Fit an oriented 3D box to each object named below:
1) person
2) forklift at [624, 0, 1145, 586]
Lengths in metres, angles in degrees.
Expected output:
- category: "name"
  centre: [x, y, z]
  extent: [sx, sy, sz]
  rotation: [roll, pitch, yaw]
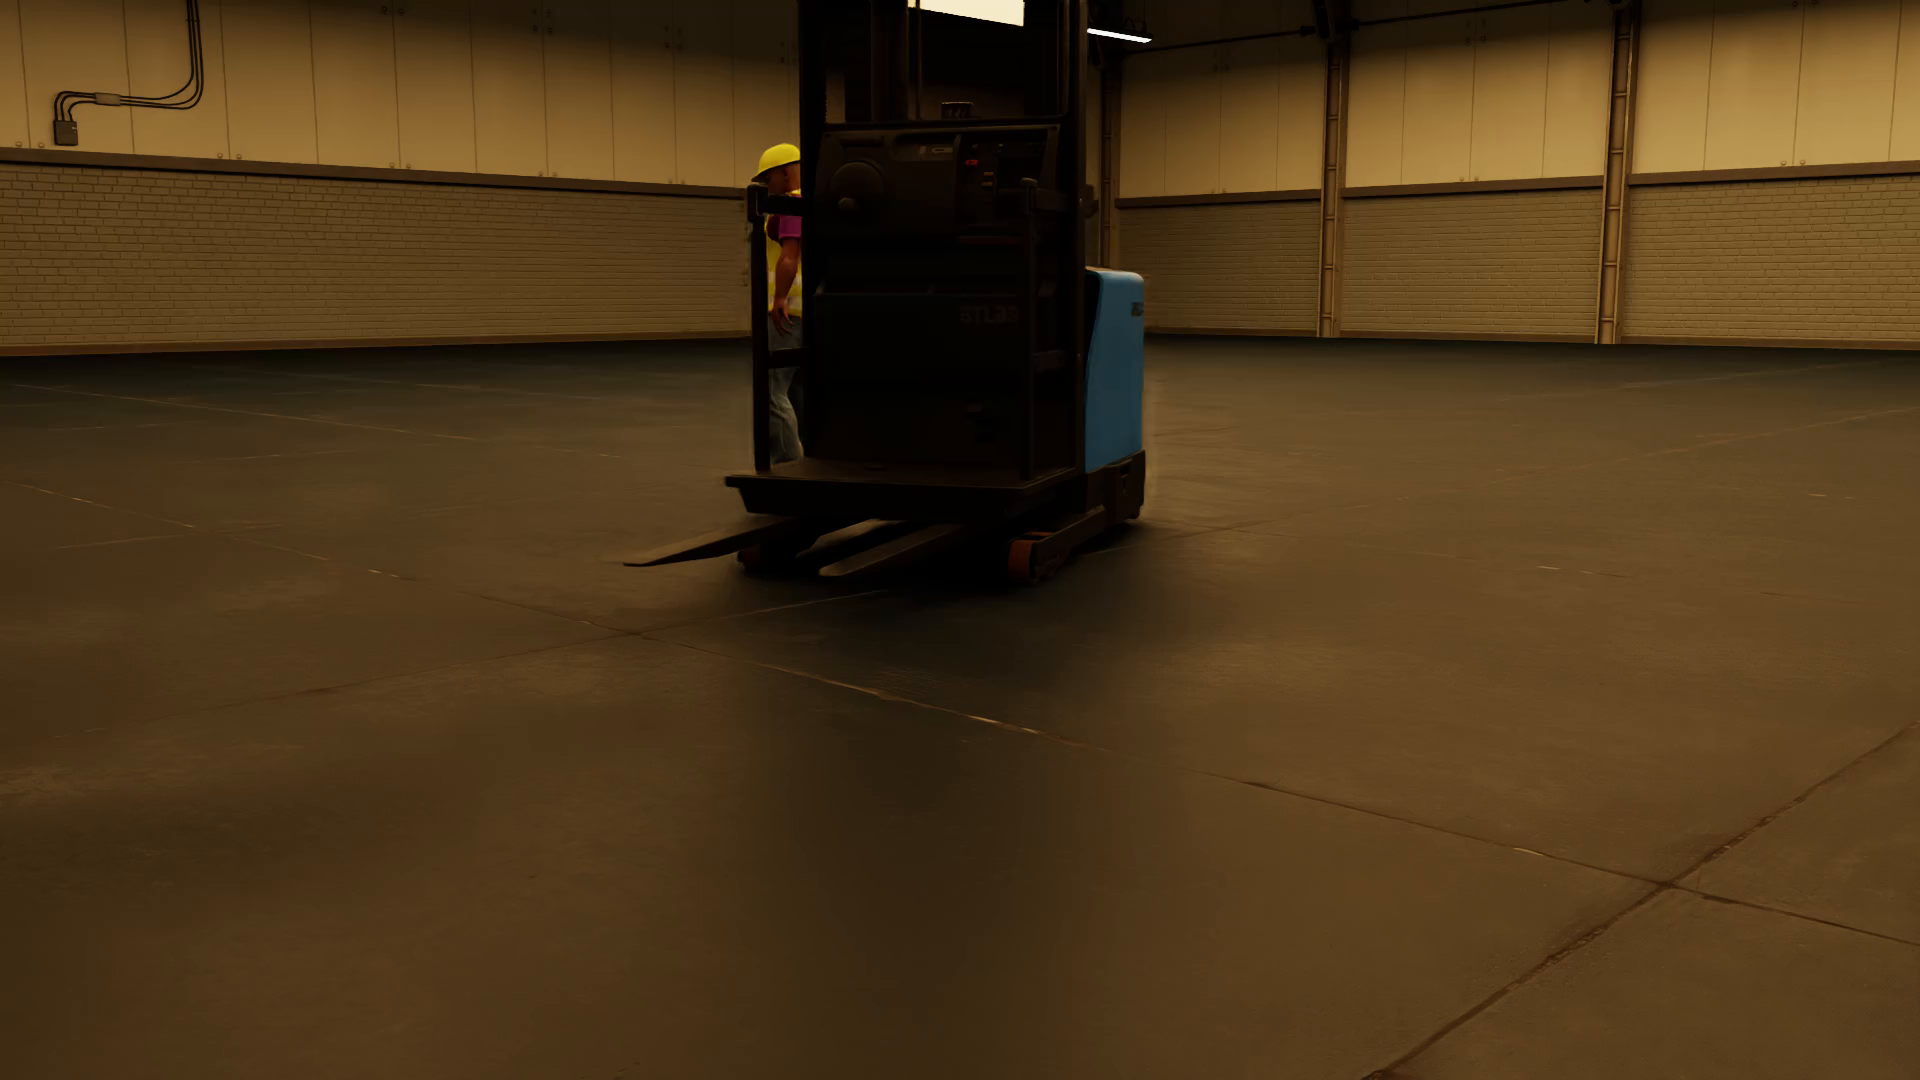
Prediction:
- category: "person"
  centre: [-0.855, -1.120, 8.363]
  extent: [0.411, 1.726, 0.906]
  rotation: [2, 9, 15]
- category: "forklift"
  centre: [-0.156, -1.358, 5.890]
  extent: [1.130, 2.935, 3.031]
  rotation: [3, 9, 19]
